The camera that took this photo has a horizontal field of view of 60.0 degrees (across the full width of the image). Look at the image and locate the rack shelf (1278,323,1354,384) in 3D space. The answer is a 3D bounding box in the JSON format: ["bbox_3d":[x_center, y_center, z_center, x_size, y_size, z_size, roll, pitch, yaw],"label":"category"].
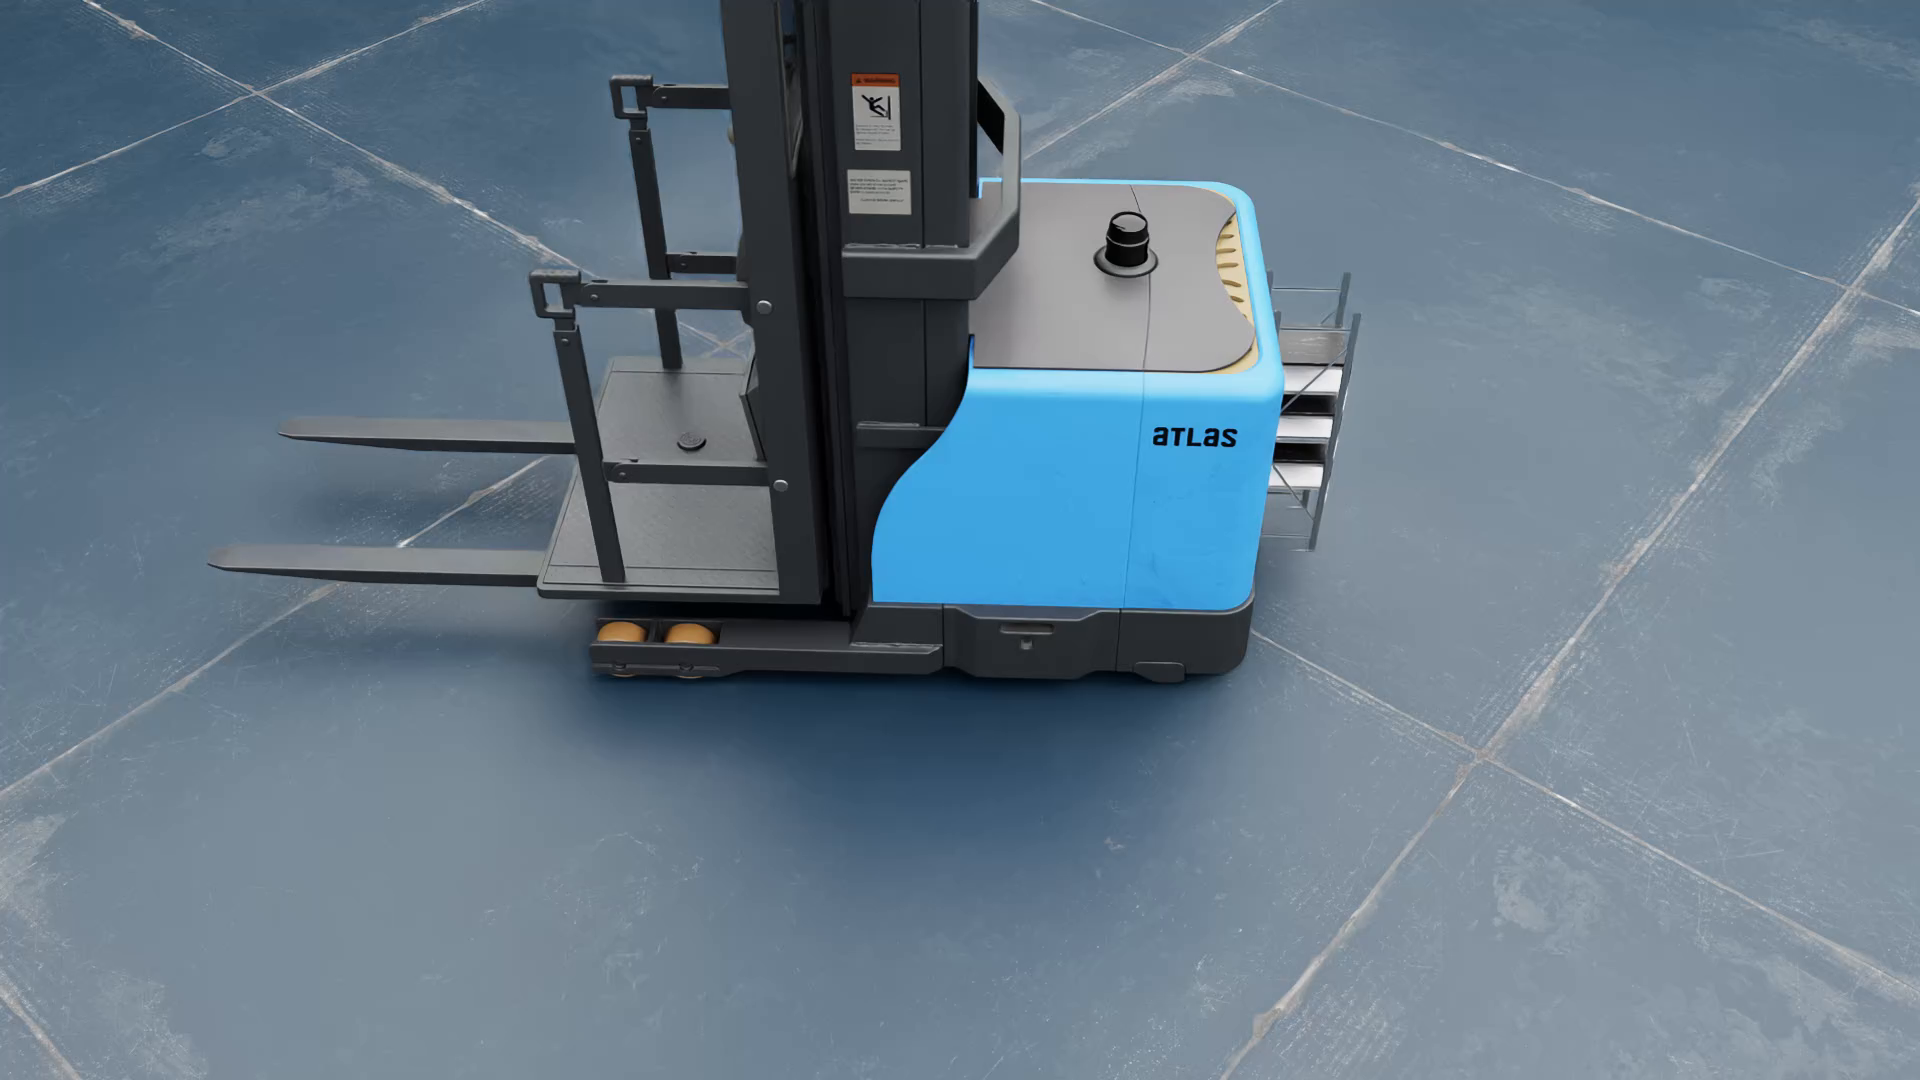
[{"bbox_3d":[0.996,-0.544,4.827,0.258,0.077,0.200,2,42,1],"label":"rack shelf"}]

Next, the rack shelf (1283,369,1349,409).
[{"bbox_3d":[0.996,-0.477,4.887,0.258,0.077,0.200,2,42,1],"label":"rack shelf"}]

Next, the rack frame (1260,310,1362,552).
[{"bbox_3d":[0.992,-0.300,4.911,0.240,0.900,0.006,2,42,1],"label":"rack frame"}]

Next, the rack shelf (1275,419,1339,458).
[{"bbox_3d":[0.995,-0.344,5.008,0.258,0.077,0.200,2,42,1],"label":"rack shelf"}]

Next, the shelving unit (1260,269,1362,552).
[{"bbox_3d":[0.995,-0.369,4.986,0.258,0.900,0.210,2,42,1],"label":"shelving unit"}]

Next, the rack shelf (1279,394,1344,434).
[{"bbox_3d":[0.995,-0.410,4.948,0.258,0.077,0.200,2,42,1],"label":"rack shelf"}]

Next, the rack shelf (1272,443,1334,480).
[{"bbox_3d":[0.995,-0.277,5.069,0.258,0.077,0.200,2,42,1],"label":"rack shelf"}]

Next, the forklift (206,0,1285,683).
[{"bbox_3d":[-0.674,-1.038,4.213,3.031,2.935,1.130,1,42,2],"label":"forklift"}]

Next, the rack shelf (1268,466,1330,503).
[{"bbox_3d":[0.995,-0.211,5.129,0.258,0.077,0.200,2,42,1],"label":"rack shelf"}]

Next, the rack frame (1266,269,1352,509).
[{"bbox_3d":[0.999,-0.437,5.061,0.240,0.900,0.006,2,42,1],"label":"rack frame"}]
